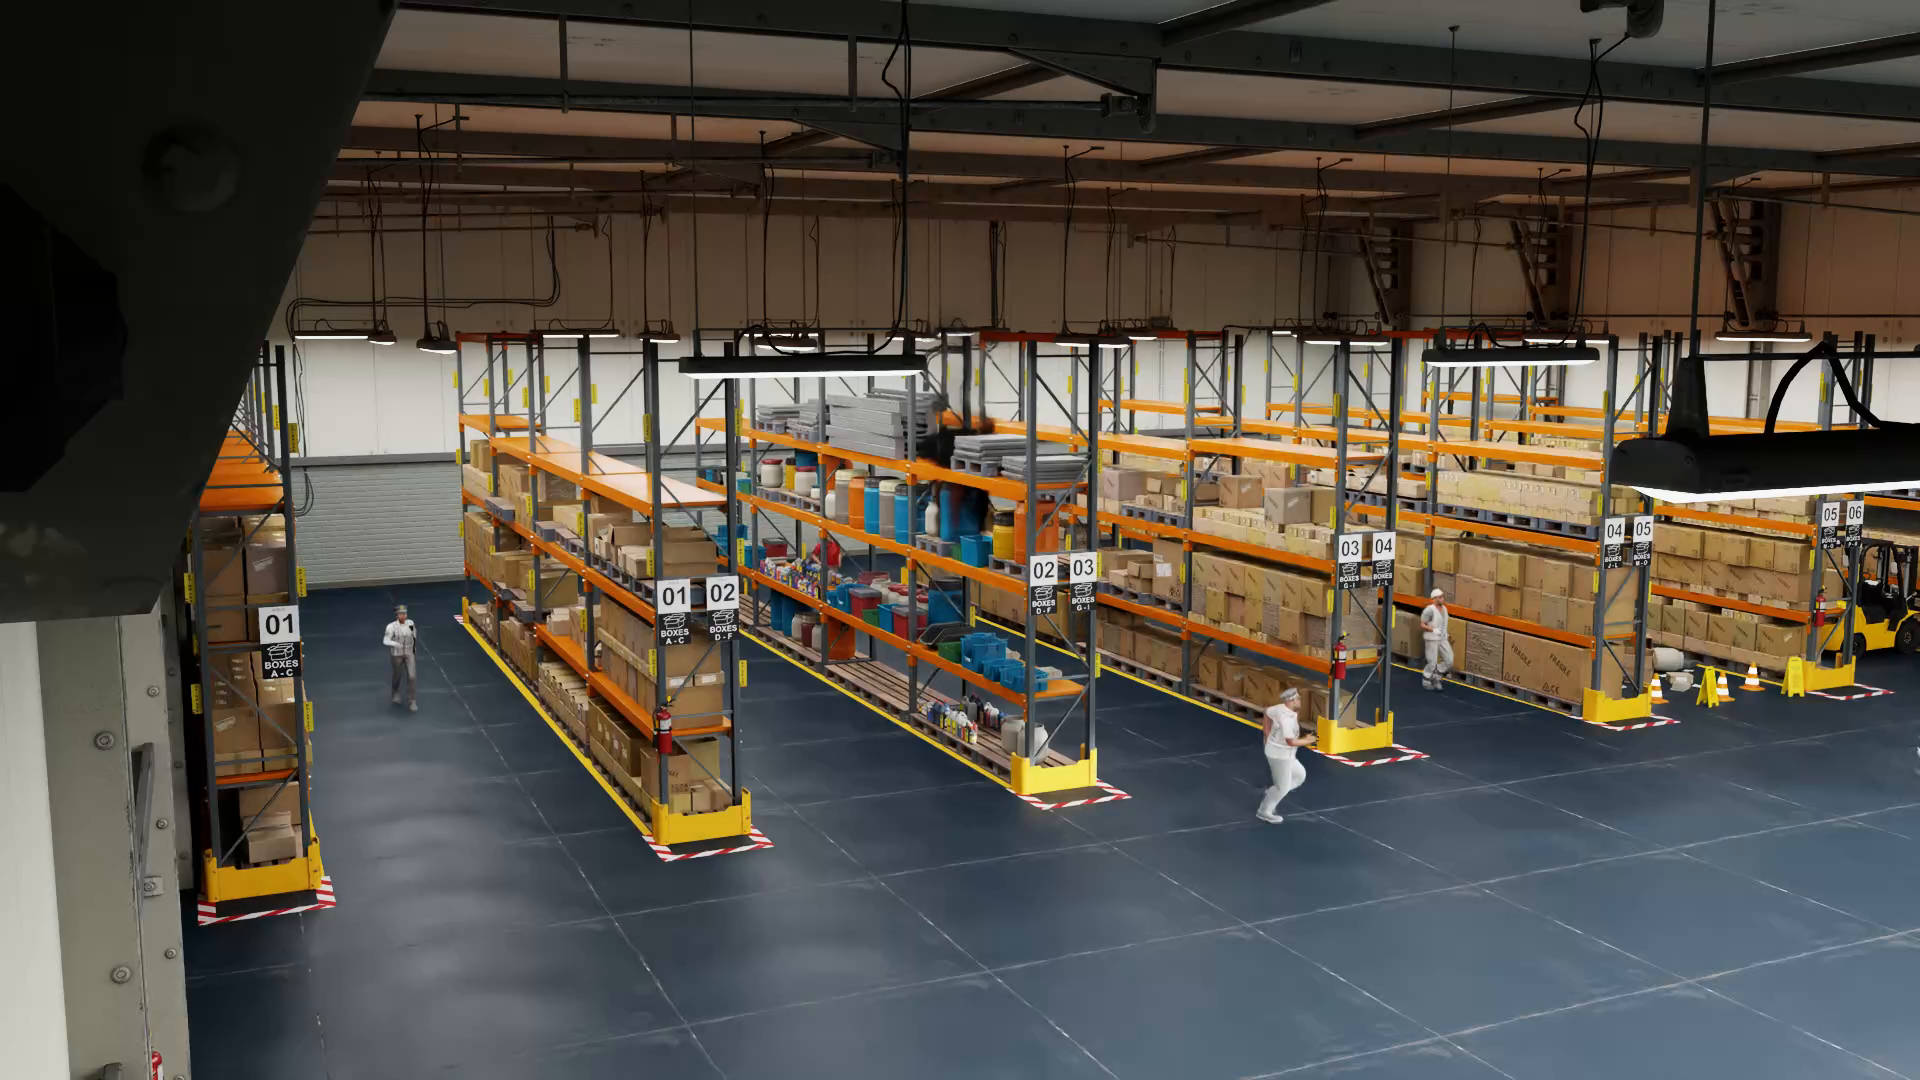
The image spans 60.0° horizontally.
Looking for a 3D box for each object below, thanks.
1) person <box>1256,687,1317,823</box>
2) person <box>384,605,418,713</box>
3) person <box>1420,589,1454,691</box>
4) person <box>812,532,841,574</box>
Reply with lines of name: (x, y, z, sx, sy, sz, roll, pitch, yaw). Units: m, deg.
person: (4.089, 2.680, 20.789, 0.719, 1.727, 0.707, 0, 8, 3)
person: (-9.024, 1.877, 26.862, 0.562, 1.719, 0.857, -4, 9, -29)
person: (8.025, 1.695, 27.942, 0.648, 1.759, 0.640, -4, 8, -25)
person: (-2.858, 0.665, 35.912, 0.676, 1.720, 0.739, -5, 9, -31)
